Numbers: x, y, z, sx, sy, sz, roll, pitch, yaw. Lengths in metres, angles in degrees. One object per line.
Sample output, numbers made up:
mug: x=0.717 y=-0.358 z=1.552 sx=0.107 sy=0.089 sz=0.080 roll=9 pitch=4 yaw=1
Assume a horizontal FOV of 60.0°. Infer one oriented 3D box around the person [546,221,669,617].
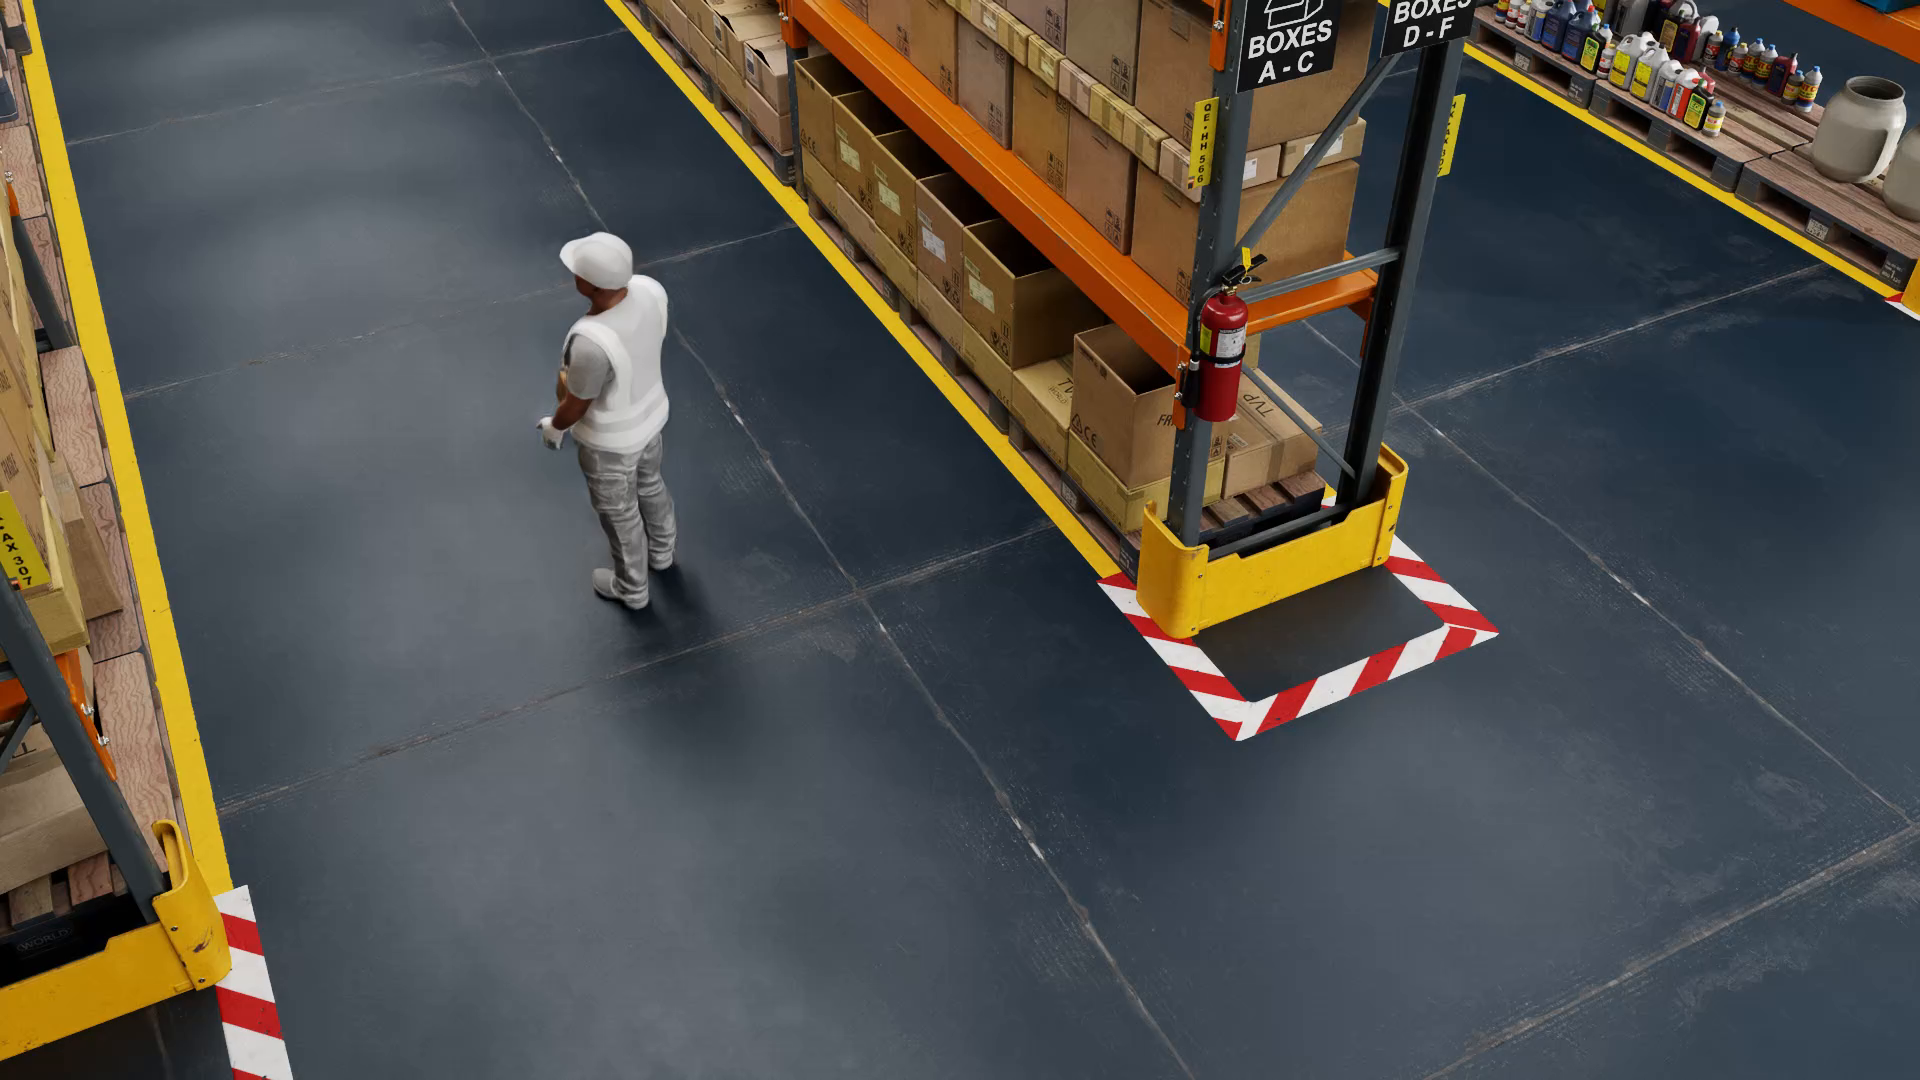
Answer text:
person: x=-1.397 y=-0.466 z=6.634 sx=0.411 sy=1.796 sz=0.600 roll=-15 pitch=43 yaw=-16
